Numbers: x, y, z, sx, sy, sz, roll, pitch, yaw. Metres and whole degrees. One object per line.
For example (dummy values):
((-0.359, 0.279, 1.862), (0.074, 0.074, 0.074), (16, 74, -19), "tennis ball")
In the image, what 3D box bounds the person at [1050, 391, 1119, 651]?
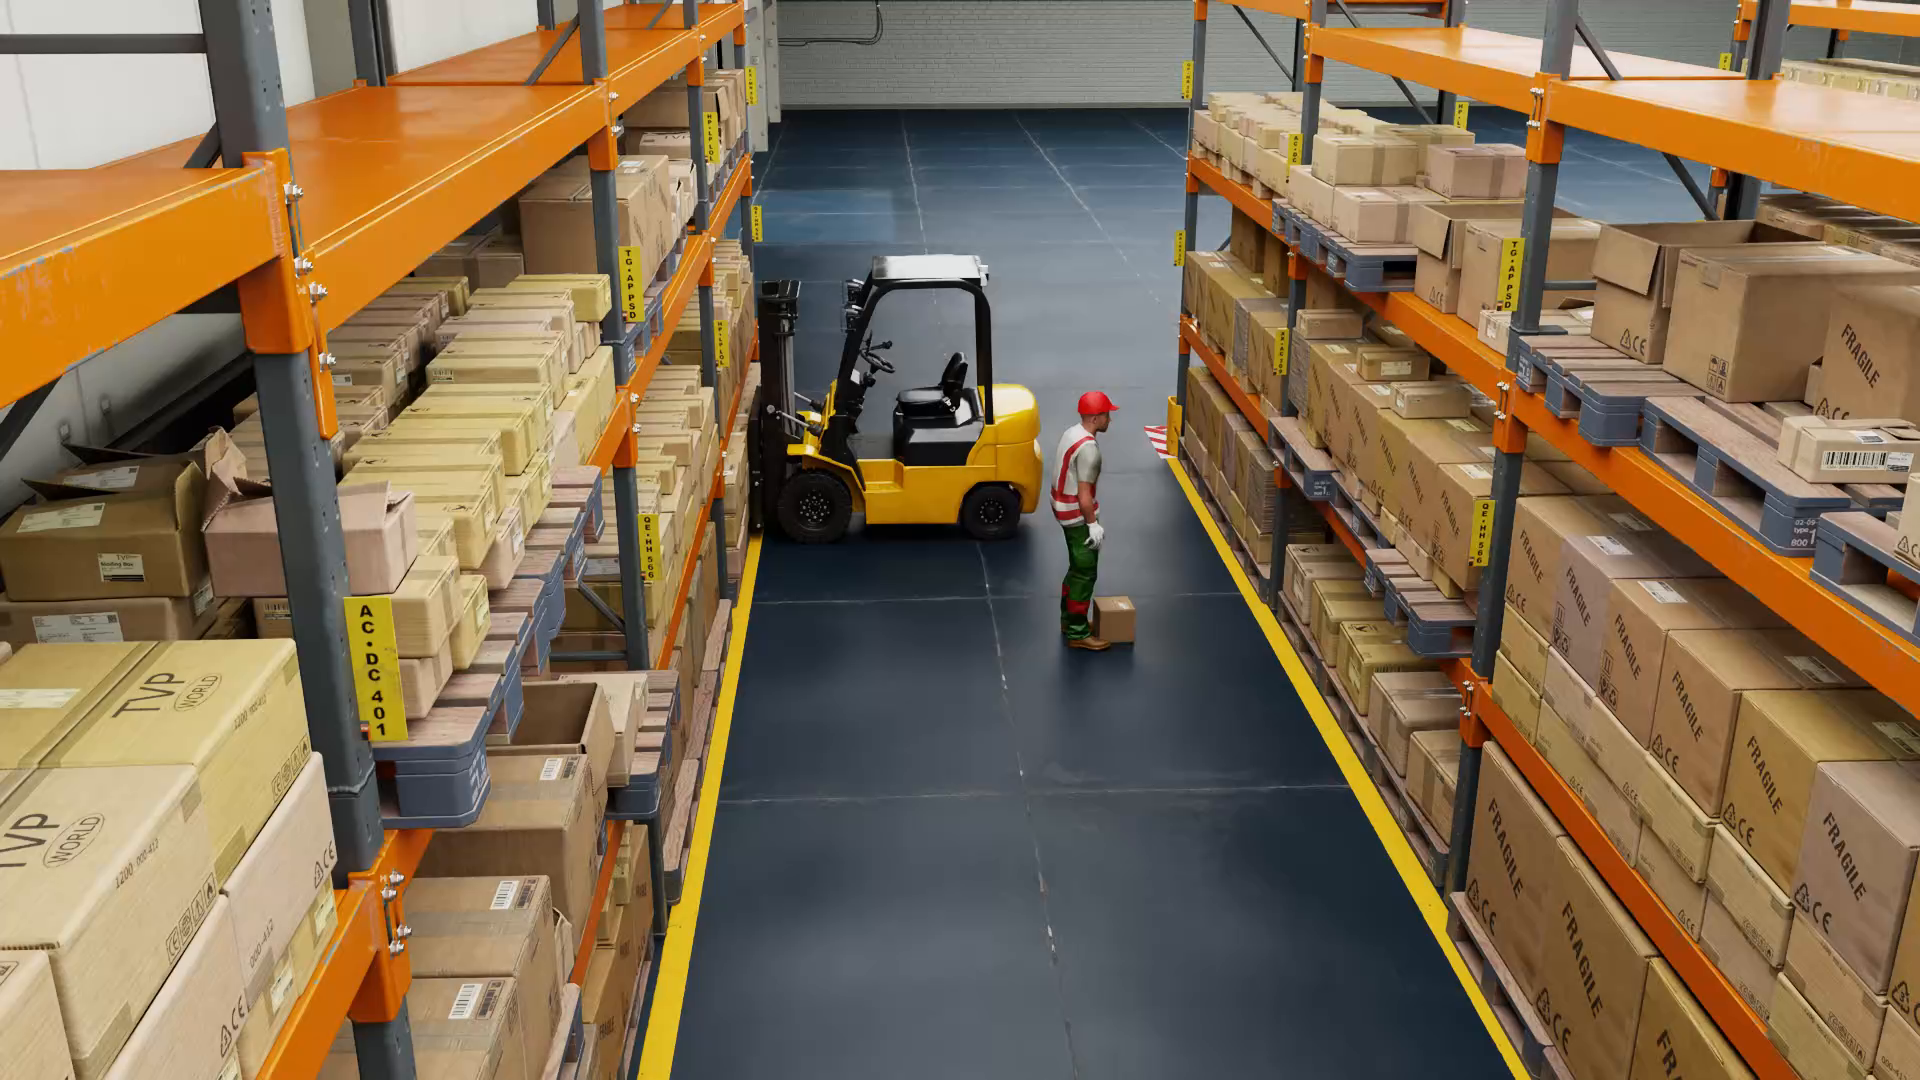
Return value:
((0.856, -0.156, 11.476), (0.445, 1.781, 0.621), (-2, 20, -6), "person")
